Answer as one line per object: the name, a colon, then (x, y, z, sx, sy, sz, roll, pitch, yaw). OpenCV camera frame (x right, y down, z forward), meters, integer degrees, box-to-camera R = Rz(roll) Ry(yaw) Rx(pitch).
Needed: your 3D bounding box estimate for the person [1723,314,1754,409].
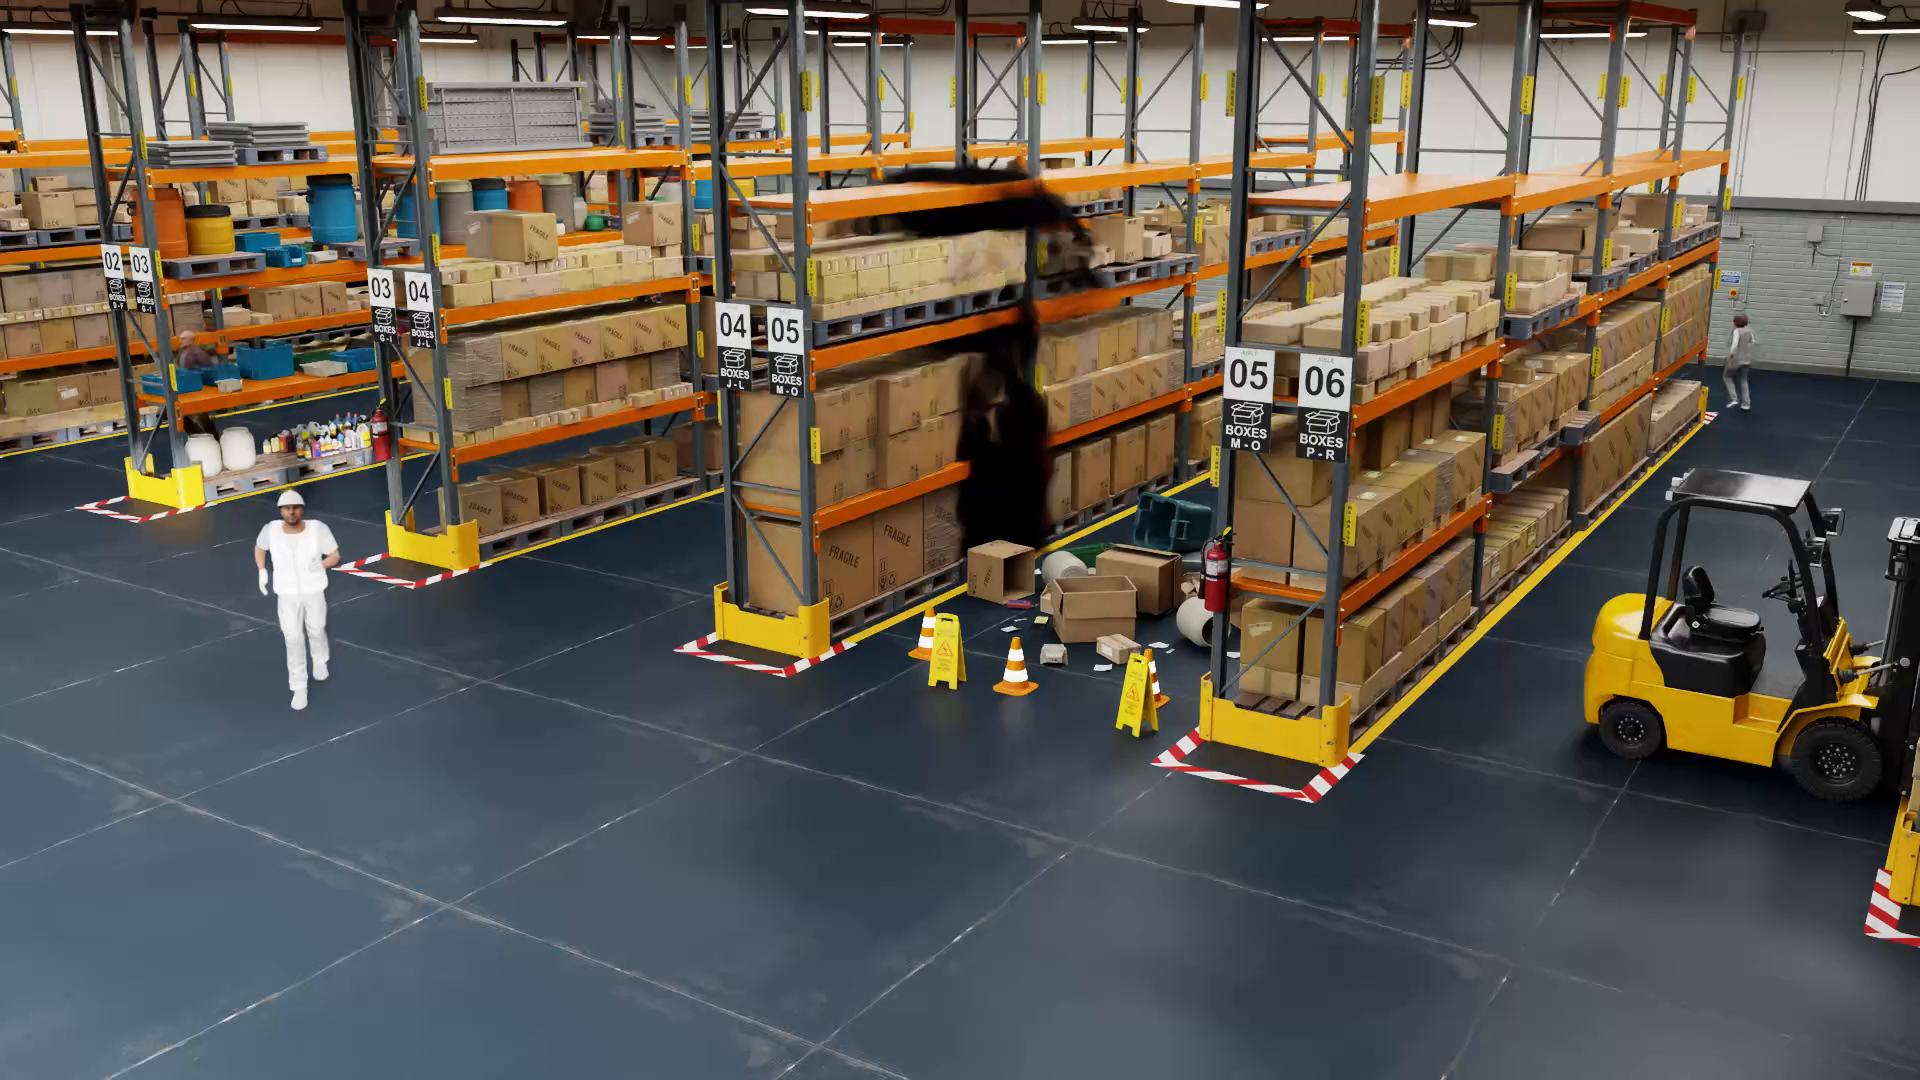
person: (12.386, -2.834, 26.541, 0.541, 1.577, 0.571, -2, 16, -8)

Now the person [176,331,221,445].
person: (-10.775, -2.076, 23.411, 0.691, 1.763, 0.795, 6, 17, 20)

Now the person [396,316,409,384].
person: (-8.915, -2.978, 26.629, 0.653, 1.747, 0.908, 9, 18, 29)

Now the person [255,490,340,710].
person: (-5.624, 0.447, 14.201, 0.680, 1.797, 0.881, -5, 16, -19)
